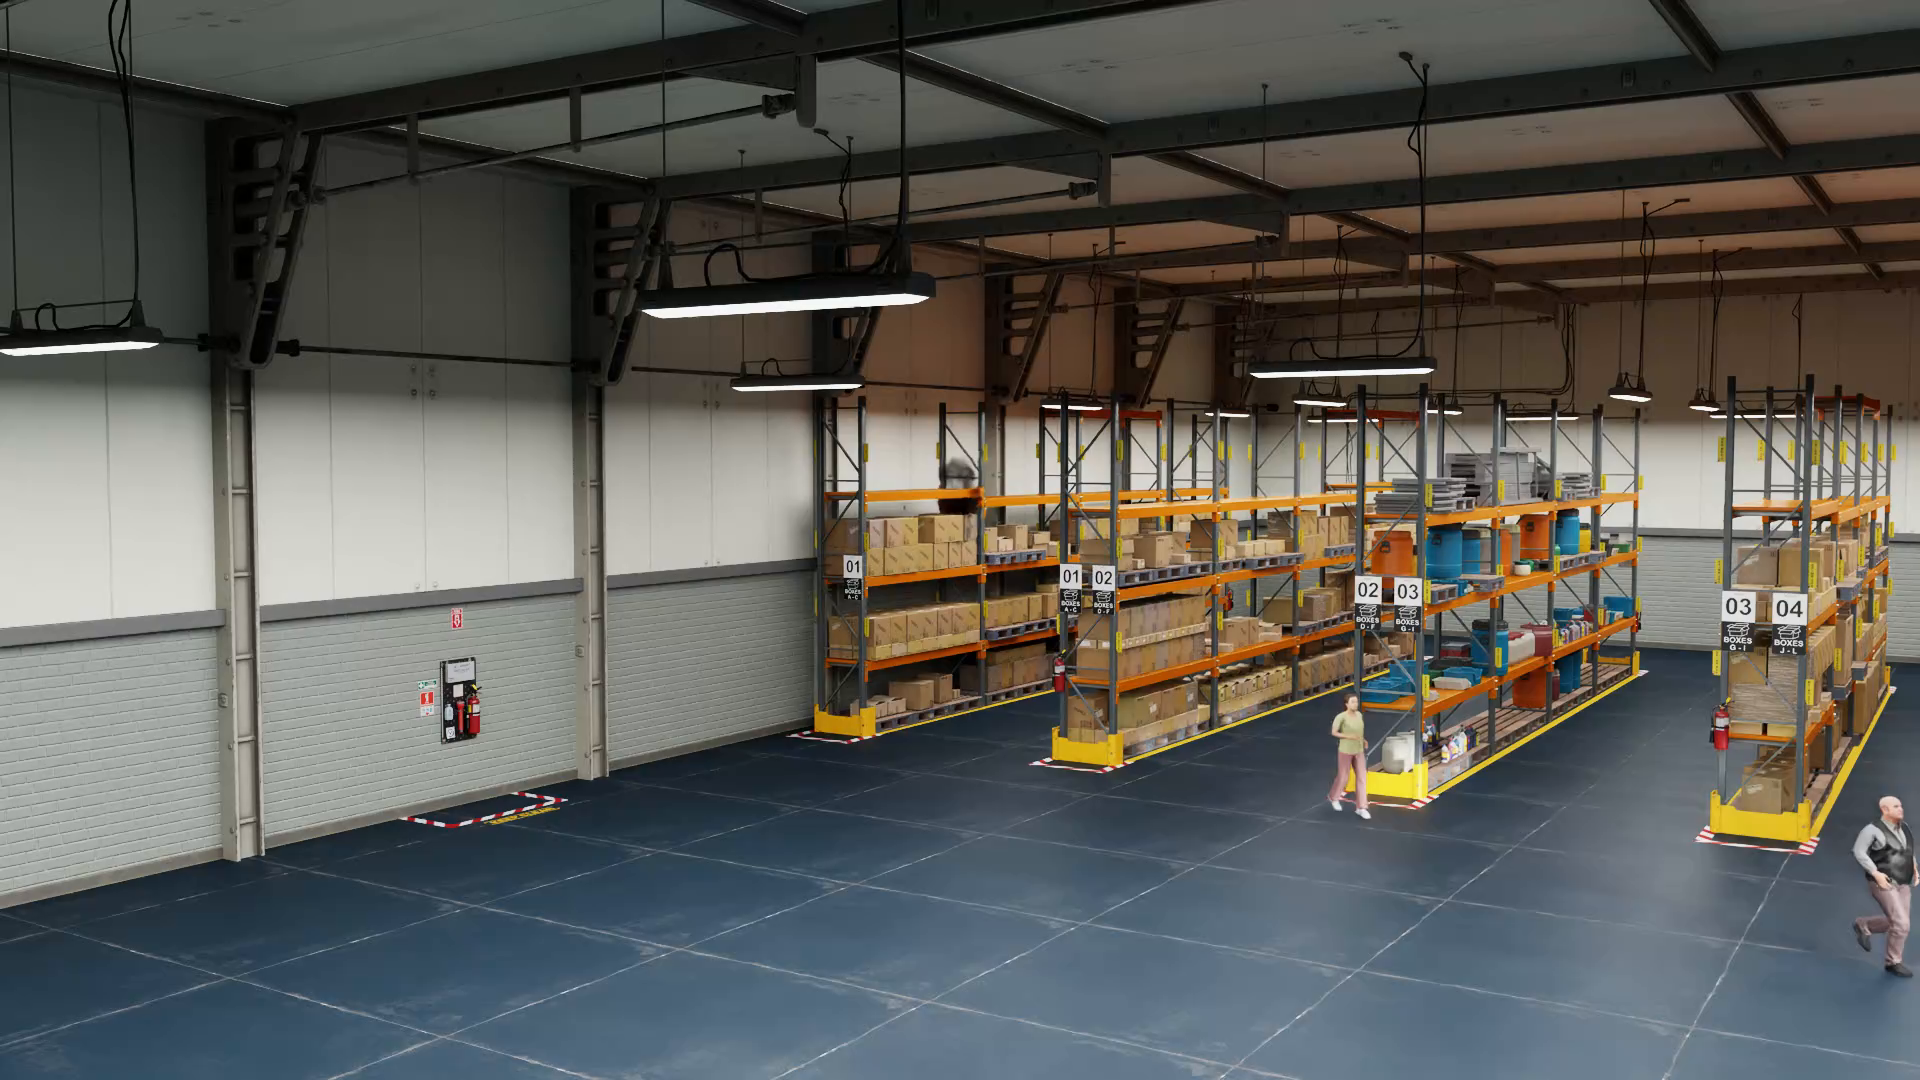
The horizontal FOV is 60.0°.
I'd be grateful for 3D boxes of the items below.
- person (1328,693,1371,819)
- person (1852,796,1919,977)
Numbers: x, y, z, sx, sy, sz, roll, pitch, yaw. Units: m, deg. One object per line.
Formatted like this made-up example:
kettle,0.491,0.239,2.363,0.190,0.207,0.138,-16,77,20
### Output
person,5.372,2.933,22.873,0.588,1.661,0.879,-1,3,-18
person,8.965,3.314,16.149,0.681,1.690,0.733,-1,3,-24
